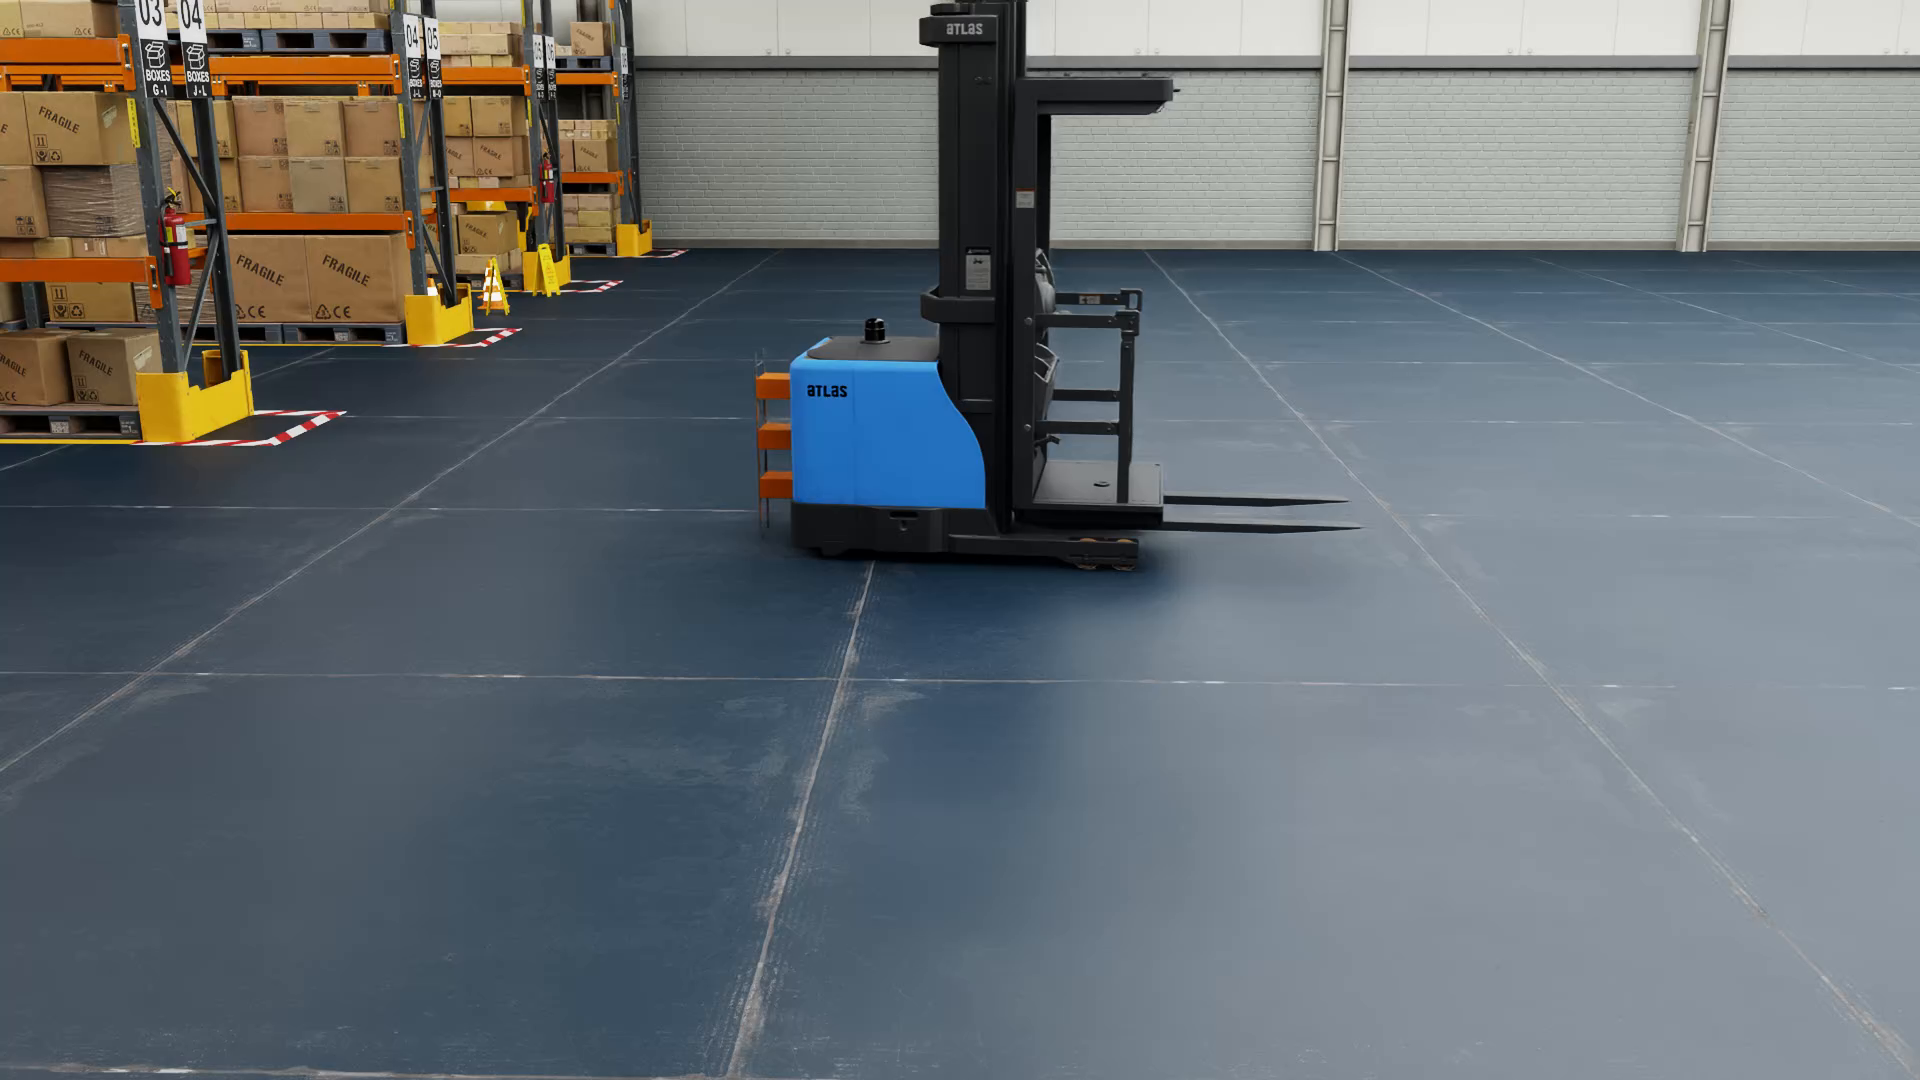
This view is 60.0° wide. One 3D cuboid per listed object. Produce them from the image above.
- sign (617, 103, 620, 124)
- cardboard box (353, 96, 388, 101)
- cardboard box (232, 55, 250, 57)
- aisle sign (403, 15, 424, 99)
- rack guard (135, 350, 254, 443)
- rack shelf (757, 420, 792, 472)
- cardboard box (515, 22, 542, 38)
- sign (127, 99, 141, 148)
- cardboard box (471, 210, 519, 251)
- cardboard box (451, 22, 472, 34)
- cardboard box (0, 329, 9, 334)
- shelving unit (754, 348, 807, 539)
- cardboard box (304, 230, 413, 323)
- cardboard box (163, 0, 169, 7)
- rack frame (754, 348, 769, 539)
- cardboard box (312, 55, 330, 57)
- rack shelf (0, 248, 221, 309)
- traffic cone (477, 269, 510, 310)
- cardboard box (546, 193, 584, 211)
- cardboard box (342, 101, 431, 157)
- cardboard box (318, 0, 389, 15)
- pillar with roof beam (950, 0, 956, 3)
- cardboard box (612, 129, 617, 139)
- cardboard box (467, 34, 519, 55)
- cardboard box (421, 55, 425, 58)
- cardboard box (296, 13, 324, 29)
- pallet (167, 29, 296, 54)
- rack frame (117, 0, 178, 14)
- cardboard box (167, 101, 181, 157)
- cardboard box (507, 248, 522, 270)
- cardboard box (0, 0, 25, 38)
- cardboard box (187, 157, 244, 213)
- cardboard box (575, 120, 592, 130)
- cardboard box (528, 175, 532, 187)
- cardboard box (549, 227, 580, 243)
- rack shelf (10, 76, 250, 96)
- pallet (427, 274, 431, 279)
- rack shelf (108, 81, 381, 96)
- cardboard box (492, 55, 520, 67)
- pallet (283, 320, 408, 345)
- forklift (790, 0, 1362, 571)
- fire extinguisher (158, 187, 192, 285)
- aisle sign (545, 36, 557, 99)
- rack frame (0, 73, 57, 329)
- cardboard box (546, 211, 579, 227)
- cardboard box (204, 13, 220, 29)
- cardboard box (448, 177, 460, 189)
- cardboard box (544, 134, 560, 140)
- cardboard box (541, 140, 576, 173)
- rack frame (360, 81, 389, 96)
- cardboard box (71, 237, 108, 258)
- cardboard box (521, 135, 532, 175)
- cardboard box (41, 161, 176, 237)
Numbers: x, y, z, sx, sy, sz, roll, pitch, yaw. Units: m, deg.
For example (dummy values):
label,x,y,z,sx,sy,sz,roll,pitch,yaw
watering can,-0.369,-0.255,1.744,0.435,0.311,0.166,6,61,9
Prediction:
label,x,y,z,sx,sy,sz,roll,pitch,yaw
sign,-5.316,-6.633,25.867,0.005,0.325,0.100,0,15,1
cardboard box,-7.441,-5.475,21.474,0.500,0.500,0.700,0,15,1
cardboard box,-9.102,-6.121,21.272,0.250,0.149,0.380,0,15,1
aisle sign,-5.374,-4.748,16.360,0.004,0.787,0.394,0,15,1
rack guard,-5.741,-1.096,12.513,0.348,0.500,1.175,0,15,1
rack shelf,-0.991,-0.527,9.319,0.240,0.259,0.215,2,15,7
cardboard box,-6.759,-7.820,26.004,0.500,0.500,0.700,0,15,2
sign,-5.699,-2.875,11.468,0.005,0.325,0.100,0,15,1
cardboard box,-6.235,-4.143,22.260,0.500,0.500,0.500,0,15,0
cardboard box,-6.270,-6.481,21.073,0.250,0.149,0.380,0,15,1
cardboard box,-7.512,-1.311,12.504,0.500,0.500,0.500,2,15,7
shelving unit,-0.991,-0.537,9.317,0.252,1.050,0.215,2,15,7
cardboard box,-6.117,-2.731,17.154,0.875,0.875,0.875,0,15,2
cardboard box,-5.934,-3.935,12.008,0.250,0.149,0.380,0,15,1
rack frame,-1.112,-0.540,9.330,0.008,1.050,0.200,2,15,7
cardboard box,-8.078,-6.116,21.252,0.250,0.149,0.380,0,15,0
rack shelf,-7.664,-1.969,12.333,4.000,0.370,1.077,0,15,1
traffic cone,-5.563,-2.993,19.777,0.334,0.463,0.336,0,15,1
cardboard box,-6.268,-5.379,26.455,0.500,0.250,0.500,1,15,2
cardboard box,-5.807,-4.175,16.873,0.550,0.550,0.875,0,15,1
cardboard box,-5.934,-5.273,16.258,0.500,0.250,0.500,1,15,2
pillar with roof beam,-0.074,-8.095,22.382,0.400,9.000,9.100,0,15,1
cardboard box,-5.621,-6.527,26.732,0.250,0.149,0.380,0,15,0
cardboard box,-5.930,-6.287,21.121,0.500,0.250,0.500,0,15,1
cardboard box,-6.792,-6.103,21.204,0.250,0.149,0.380,0,15,1
cardboard box,-6.287,-5.067,16.260,0.250,0.149,0.380,1,15,2
pallet,-7.402,-4.985,16.648,1.213,0.211,1.003,0,15,1
rack frame,-5.665,-5.204,11.426,0.127,3.000,1.000,0,15,1
cardboard box,-7.979,-4.165,16.836,0.550,0.550,0.875,0,15,1
cardboard box,-6.211,-3.780,22.355,0.500,0.250,0.500,0,15,1
cardboard box,-6.653,-3.622,11.604,0.500,0.250,0.500,0,15,2
cardboard box,-7.447,-3.658,17.031,0.500,0.550,0.875,0,15,1
cardboard box,-5.900,-6.545,26.216,0.250,0.149,0.380,0,15,2
cardboard box,-5.746,-4.765,22.011,0.250,0.149,0.380,0,15,2
cardboard box,-6.263,-4.899,26.594,0.500,0.250,0.500,0,15,1
rack shelf,-11.410,-5.973,21.628,4.000,0.370,1.077,0,15,1
pallet,-7.515,-3.506,22.215,1.213,0.211,1.003,0,15,1
rack shelf,-11.287,-7.238,26.426,4.000,0.370,1.077,0,15,1
cardboard box,-5.776,-6.091,21.159,0.250,0.149,0.380,0,15,2
pallet,-6.238,-2.205,17.283,1.213,0.211,1.003,0,15,1
forklift,0.643,-1.398,8.892,3.031,2.935,1.130,2,15,7
fire extinguisher,-5.562,-2.148,11.753,0.183,0.674,0.296,0,15,1
aisle sign,-5.342,-6.167,21.737,0.004,0.787,0.394,0,15,1
rack frame,-9.436,-3.594,17.082,0.127,3.000,1.000,0,15,1
cardboard box,-6.284,-5.142,26.535,0.500,0.250,0.500,0,15,1
cardboard box,-7.303,-5.074,16.285,0.250,0.149,0.380,1,15,2
cardboard box,-6.561,-4.632,21.508,0.250,0.149,0.380,1,15,2
cardboard box,-6.404,-6.406,26.271,0.250,0.149,0.380,0,15,1
cardboard box,-6.306,-6.087,26.336,0.500,0.500,0.500,1,15,3
rack frame,-9.287,-6.123,26.668,0.127,3.000,1.000,0,15,1
cardboard box,-6.205,-2.133,12.038,0.250,0.149,0.380,0,15,1
cardboard box,-5.878,-5.097,22.000,0.500,0.500,0.500,0,15,1
cardboard box,-6.214,-2.506,12.181,0.500,0.500,0.875,0,15,1
